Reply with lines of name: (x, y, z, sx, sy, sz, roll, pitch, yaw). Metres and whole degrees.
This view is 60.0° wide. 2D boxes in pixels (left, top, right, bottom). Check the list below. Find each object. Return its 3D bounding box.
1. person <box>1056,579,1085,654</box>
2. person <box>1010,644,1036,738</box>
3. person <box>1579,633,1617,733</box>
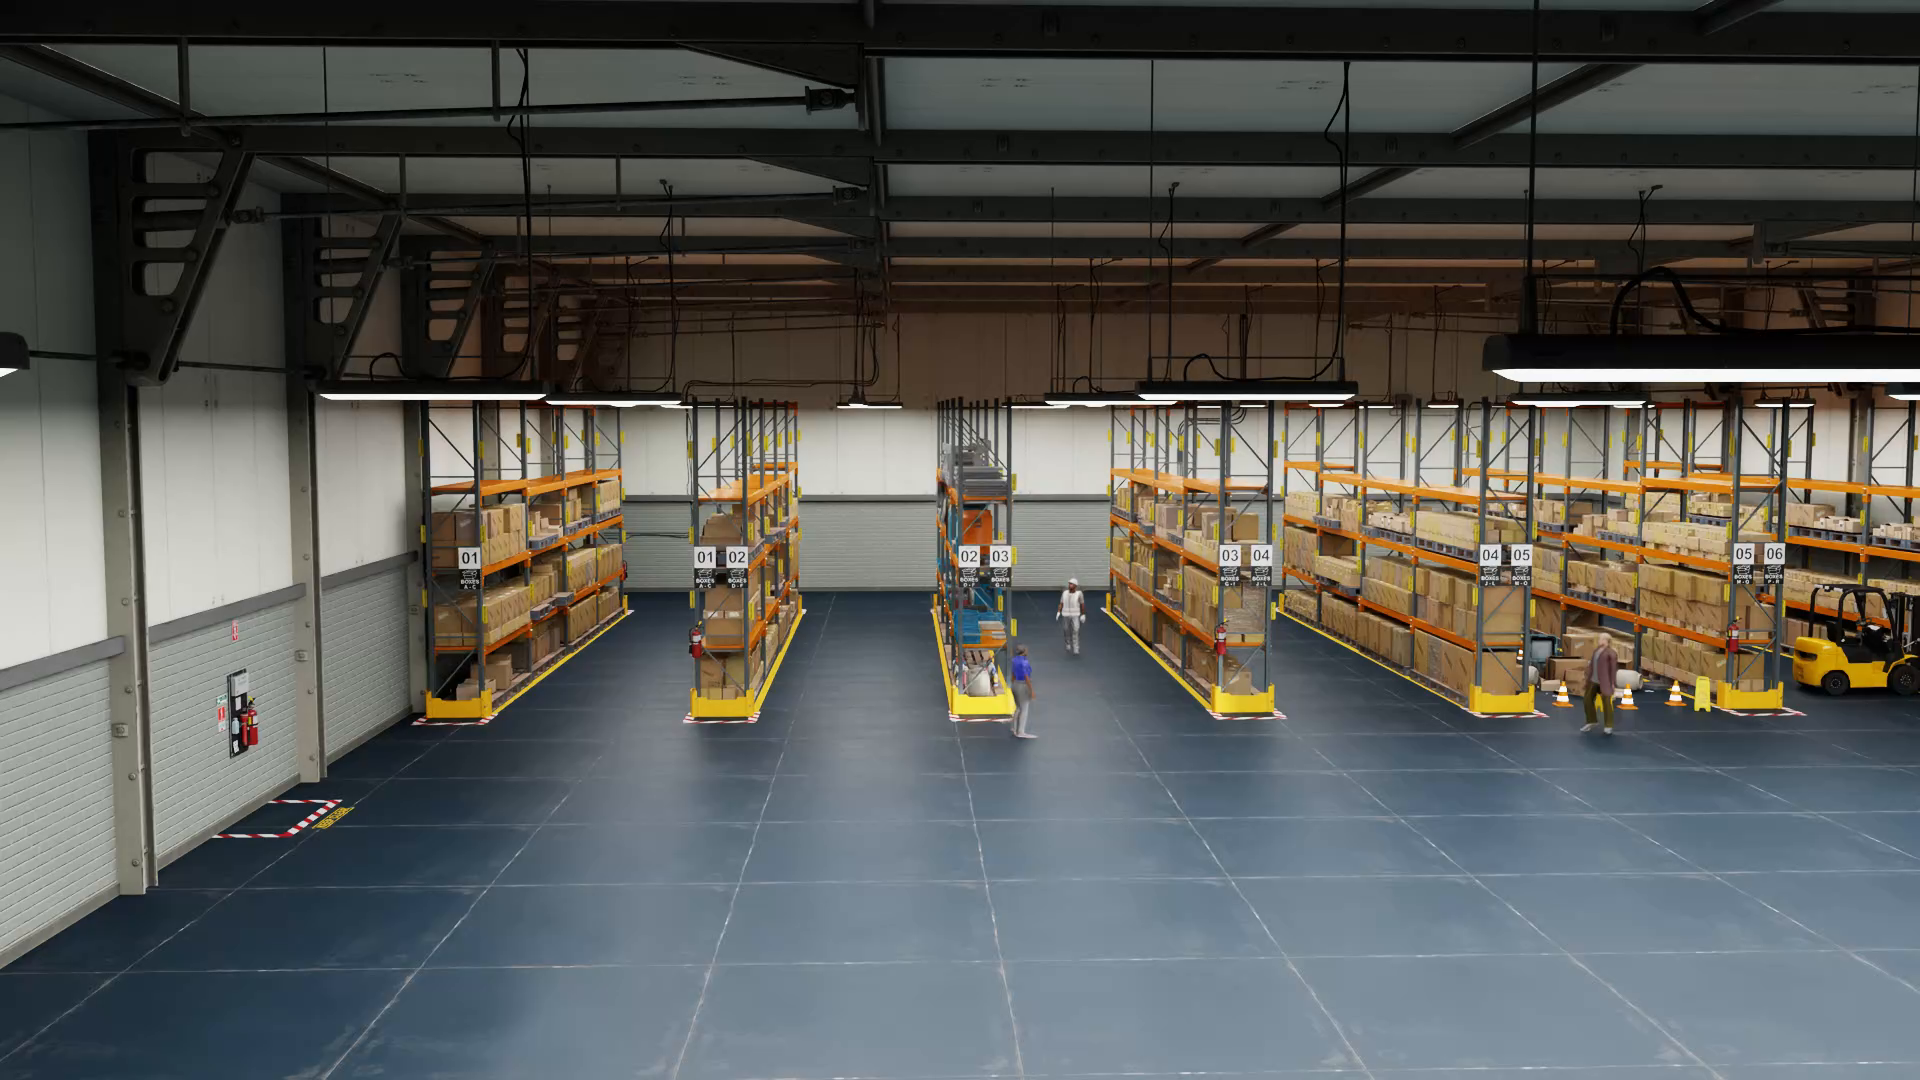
person: (2.604, 1.771, 39.032, 0.686, 1.711, 1.028, 0, 4, 3)
person: (1.103, 2.671, 29.238, 0.354, 1.706, 0.545, -2, 5, -26)
person: (11.372, 2.541, 29.633, 0.443, 1.811, 0.701, -3, 5, -33)
